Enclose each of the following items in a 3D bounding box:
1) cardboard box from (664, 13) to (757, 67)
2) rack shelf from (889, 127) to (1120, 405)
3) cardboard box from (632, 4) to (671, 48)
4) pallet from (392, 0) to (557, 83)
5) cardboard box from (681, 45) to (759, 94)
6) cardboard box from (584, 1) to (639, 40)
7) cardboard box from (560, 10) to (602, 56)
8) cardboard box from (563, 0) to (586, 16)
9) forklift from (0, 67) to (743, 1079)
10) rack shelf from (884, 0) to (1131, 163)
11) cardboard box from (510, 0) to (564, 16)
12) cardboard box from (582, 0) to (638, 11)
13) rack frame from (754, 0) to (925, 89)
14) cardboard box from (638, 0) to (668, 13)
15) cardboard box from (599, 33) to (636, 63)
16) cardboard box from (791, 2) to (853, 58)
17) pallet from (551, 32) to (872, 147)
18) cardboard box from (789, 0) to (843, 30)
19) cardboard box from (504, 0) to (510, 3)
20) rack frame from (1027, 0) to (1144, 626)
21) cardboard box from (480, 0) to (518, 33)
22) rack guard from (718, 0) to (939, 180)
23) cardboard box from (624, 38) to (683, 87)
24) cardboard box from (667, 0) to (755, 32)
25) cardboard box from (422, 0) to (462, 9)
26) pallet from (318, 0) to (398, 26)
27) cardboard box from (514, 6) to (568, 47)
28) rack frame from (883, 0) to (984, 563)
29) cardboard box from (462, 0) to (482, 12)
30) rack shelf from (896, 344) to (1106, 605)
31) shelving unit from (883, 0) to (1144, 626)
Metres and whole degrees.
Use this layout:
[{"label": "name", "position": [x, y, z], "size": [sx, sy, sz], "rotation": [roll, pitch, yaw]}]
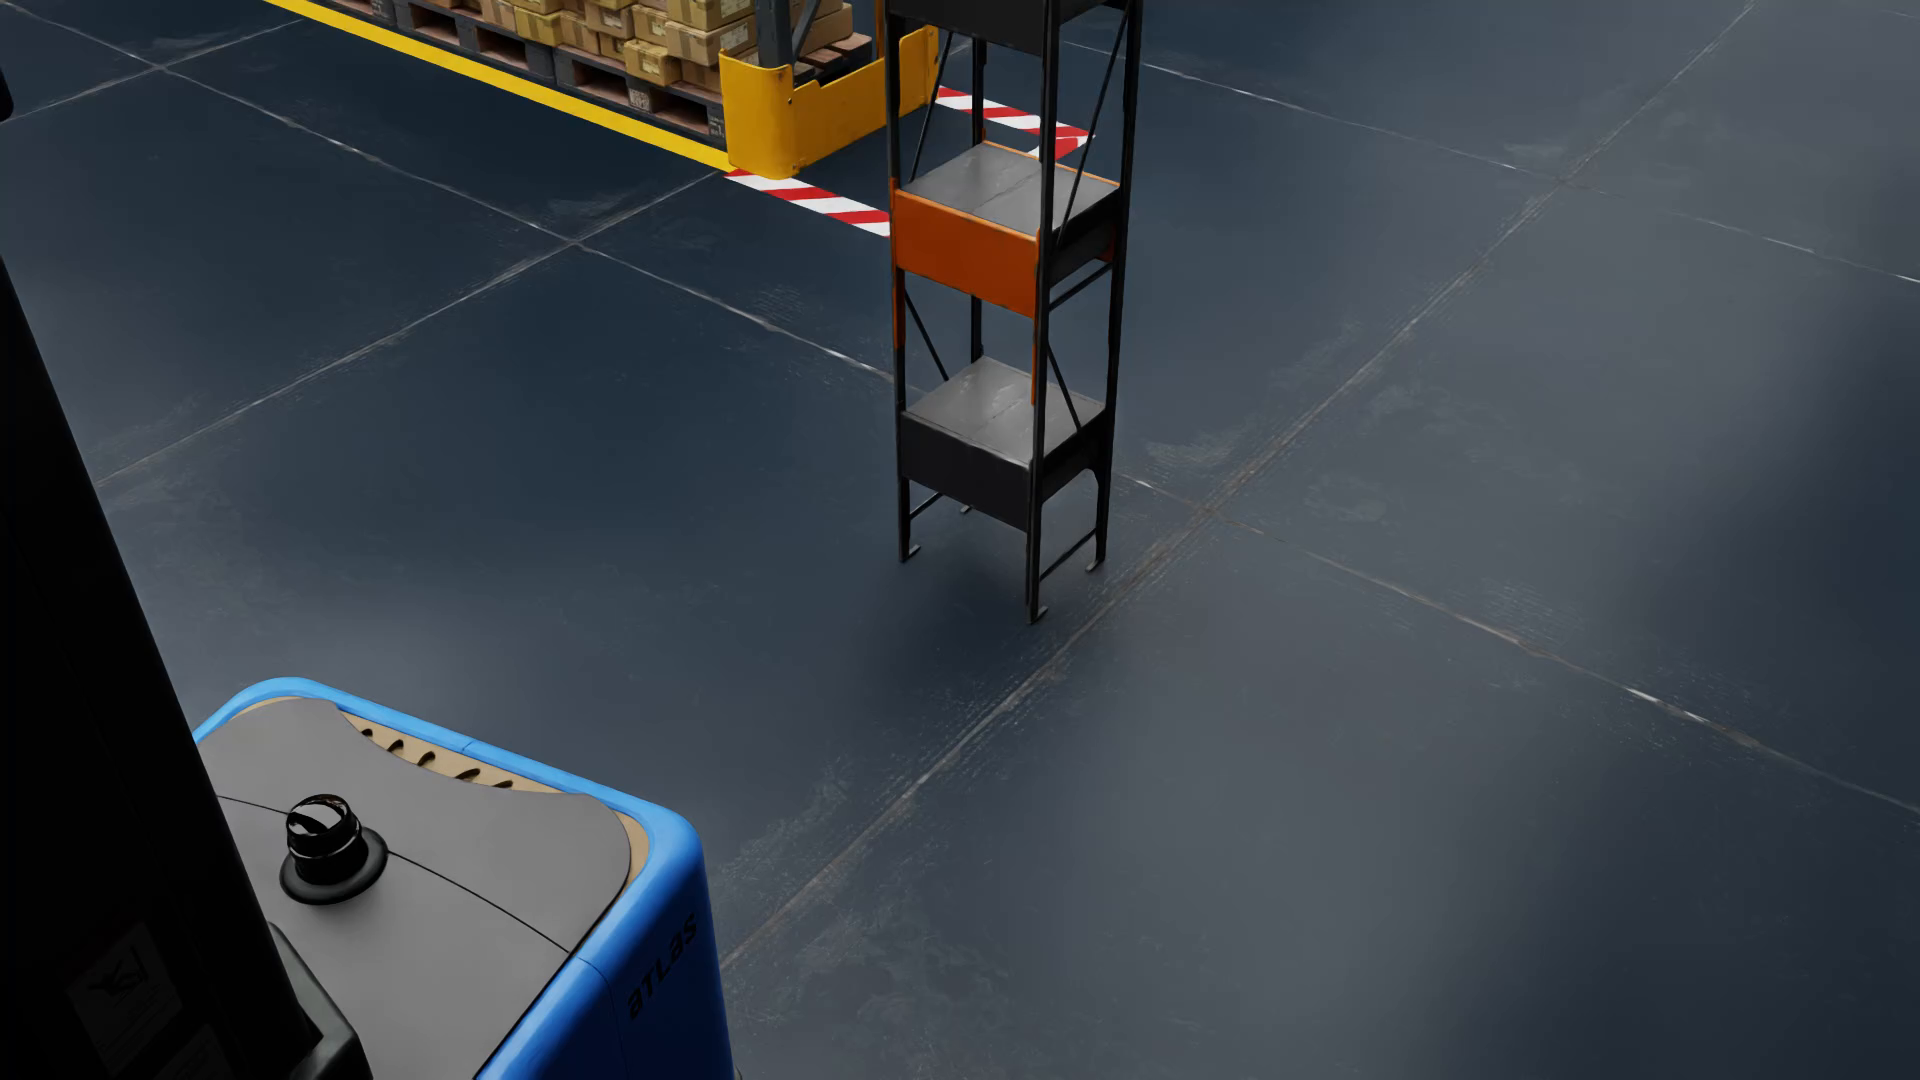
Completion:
[{"label": "cardboard box", "position": [-1.098, -2.274, 7.452], "size": [0.250, 0.149, 0.380], "rotation": [24, 44, 27]}, {"label": "rack shelf", "position": [0.131, -0.754, 4.532], "size": [0.480, 0.518, 0.431], "rotation": [25, 45, 29]}, {"label": "cardboard box", "position": [-1.273, -2.398, 7.611], "size": [0.250, 0.149, 0.380], "rotation": [24, 44, 28]}, {"label": "pallet", "position": [-2.155, -2.766, 8.611], "size": [1.213, 0.211, 1.003], "rotation": [25, 45, 29]}, {"label": "cardboard box", "position": [-1.051, -2.194, 7.591], "size": [0.250, 0.149, 0.380], "rotation": [26, 45, 29]}, {"label": "cardboard box", "position": [-1.512, -2.468, 7.700], "size": [0.250, 0.149, 0.380], "rotation": [23, 44, 27]}, {"label": "cardboard box", "position": [-1.678, -2.468, 7.941], "size": [0.250, 0.149, 0.380], "rotation": [26, 45, 29]}, {"label": "cardboard box", "position": [-1.663, -2.619, 7.893], "size": [0.250, 0.149, 0.380], "rotation": [25, 44, 28]}, {"label": "forklift", "position": [-1.503, 0.883, 1.744], "size": [1.130, 2.935, 3.031], "rotation": [16, 41, 19]}, {"label": "rack shelf", "position": [0.131, -1.305, 4.100], "size": [0.480, 0.518, 0.431], "rotation": [25, 45, 29]}, {"label": "cardboard box", "position": [-1.931, -2.656, 7.939], "size": [0.250, 0.149, 0.380], "rotation": [26, 45, 29]}, {"label": "cardboard box", "position": [-1.528, -2.565, 7.582], "size": [0.250, 0.149, 0.380], "rotation": [24, 44, 28]}, {"label": "rack frame", "position": [-0.506, -3.056, 6.720], "size": [0.127, 3.000, 1.000], "rotation": [25, 45, 29]}, {"label": "cardboard box", "position": [-1.245, -2.530, 7.537], "size": [0.250, 0.149, 0.380], "rotation": [26, 45, 29]}, {"label": "cardboard box", "position": [-1.474, -2.382, 7.831], "size": [0.250, 0.149, 0.380], "rotation": [25, 44, 28]}, {"label": "cardboard box", "position": [-0.727, -2.452, 7.921], "size": [0.250, 0.149, 0.380], "rotation": [26, 45, 29]}, {"label": "pallet", "position": [-1.190, -2.308, 8.027], "size": [1.213, 0.211, 1.003], "rotation": [25, 45, 29]}, {"label": "cardboard box", "position": [-0.766, -2.538, 7.789], "size": [0.250, 0.149, 0.380], "rotation": [27, 46, 30]}, {"label": "cardboard box", "position": [-2.124, -2.761, 8.073], "size": [0.250, 0.149, 0.380], "rotation": [28, 46, 31]}, {"label": "rack frame", "position": [0.325, -0.673, 4.407], "size": [0.015, 2.100, 0.400], "rotation": [25, 45, 29]}, {"label": "cardboard box", "position": [-2.123, -2.645, 8.167], "size": [0.250, 0.149, 0.380], "rotation": [26, 45, 29]}, {"label": "rack guard", "position": [-0.566, -2.101, 7.527], "size": [0.348, 0.500, 1.175], "rotation": [25, 45, 29]}, {"label": "cardboard box", "position": [-1.316, -2.241, 7.651], "size": [0.250, 0.149, 0.380], "rotation": [27, 45, 30]}, {"label": "cardboard box", "position": [-1.080, -2.408, 7.381], "size": [0.250, 0.149, 0.380], "rotation": [26, 45, 29]}, {"label": "cardboard box", "position": [-2.534, -2.837, 8.413], "size": [0.250, 0.149, 0.380], "rotation": [24, 44, 27]}, {"label": "pallet", "position": [-3.128, -3.222, 9.194], "size": [1.213, 0.211, 1.003], "rotation": [25, 45, 29]}, {"label": "cardboard box", "position": [-1.919, -2.533, 8.024], "size": [0.250, 0.149, 0.380], "rotation": [23, 44, 27]}, {"label": "rack frame", "position": [-0.062, -0.856, 4.640], "size": [0.015, 2.100, 0.400], "rotation": [25, 45, 29]}, {"label": "cardboard box", "position": [-2.279, -2.777, 8.335], "size": [0.250, 0.149, 0.380], "rotation": [27, 45, 30]}, {"label": "rack shelf", "position": [0.131, -0.203, 4.963], "size": [0.480, 0.518, 0.431], "rotation": [25, 45, 29]}, {"label": "shelving unit", "position": [0.131, -0.765, 4.524], "size": [0.503, 2.100, 0.431], "rotation": [25, 45, 29]}]
